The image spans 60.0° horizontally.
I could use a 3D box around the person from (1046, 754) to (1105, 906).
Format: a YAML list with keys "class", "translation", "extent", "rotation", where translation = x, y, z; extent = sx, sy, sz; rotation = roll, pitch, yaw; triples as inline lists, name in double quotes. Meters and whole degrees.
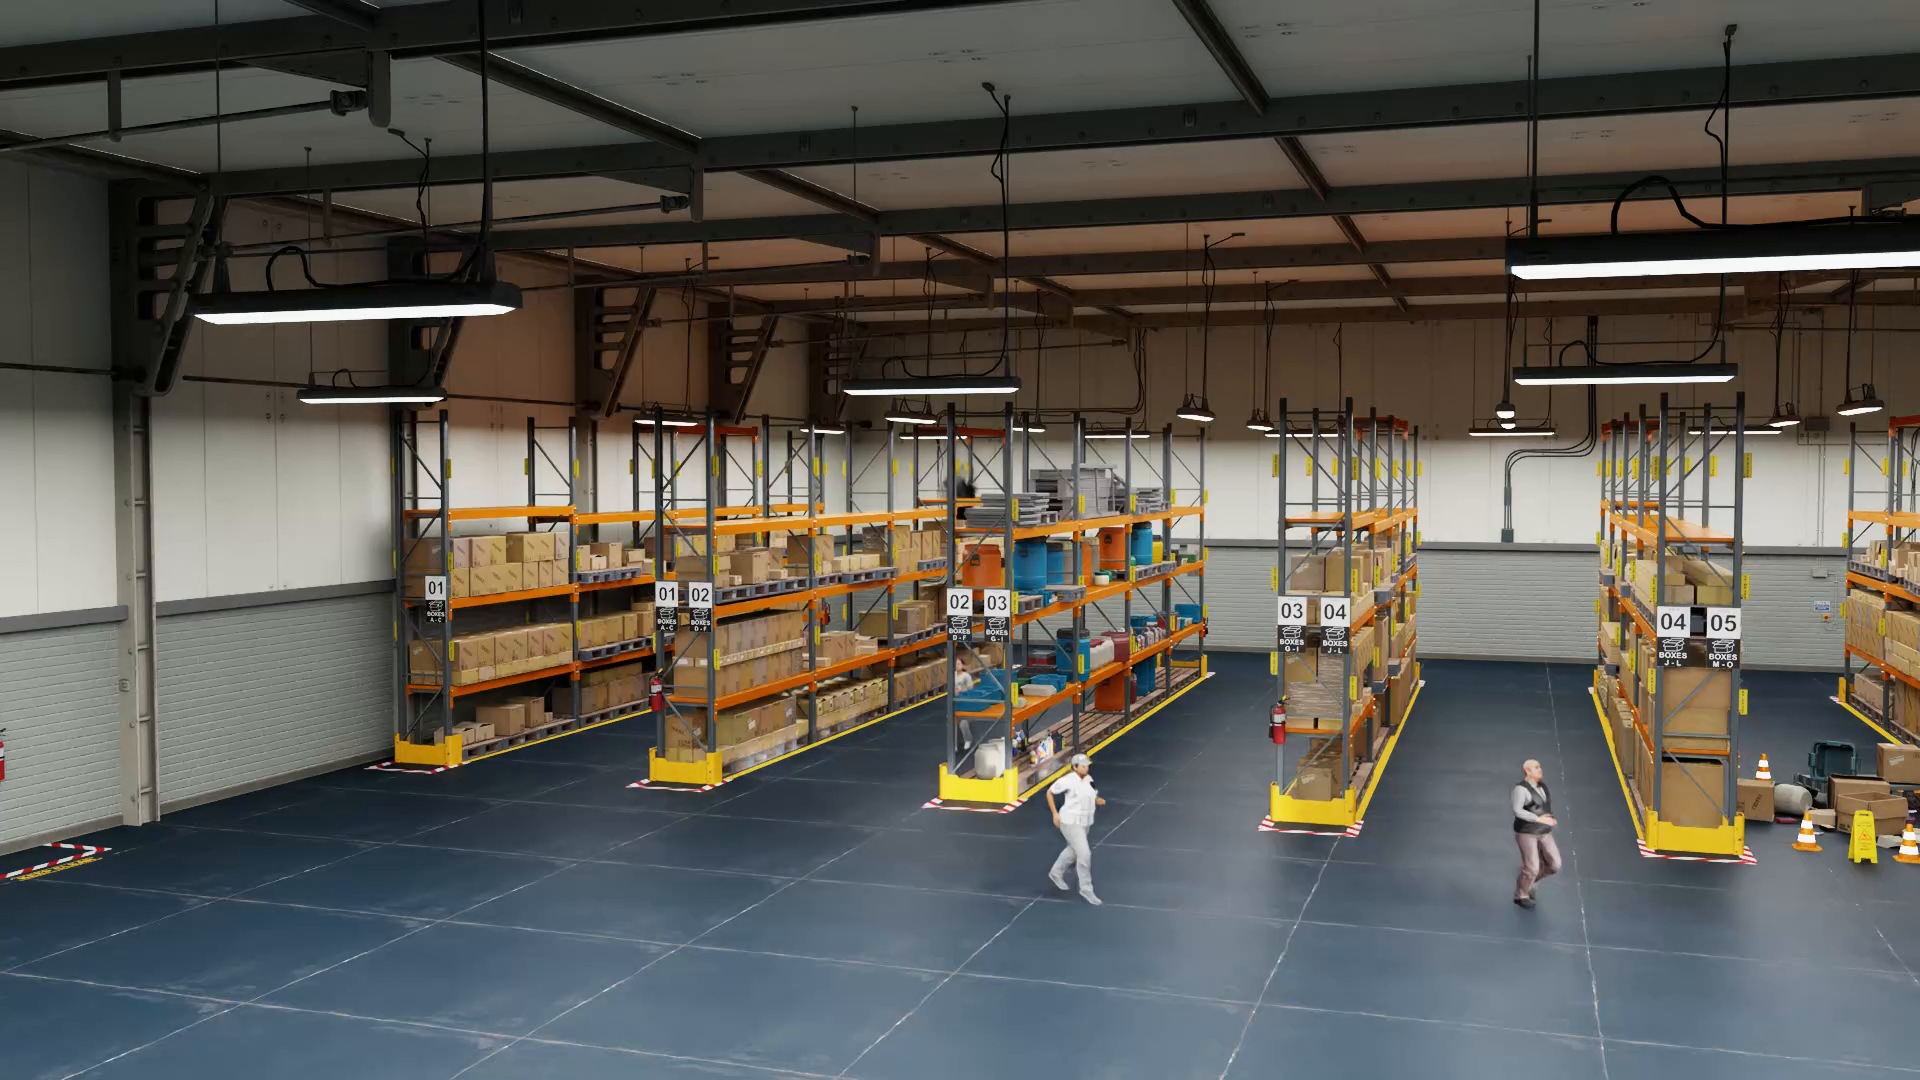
- class: "person"
  translation: [1.340, 3.330, 19.345]
  extent: [0.838, 1.711, 0.571]
  rotation: [2, 3, 40]

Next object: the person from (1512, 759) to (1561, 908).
- class: "person"
  translation: [6.549, 3.341, 18.864]
  extent: [0.677, 1.697, 0.594]
  rotation: [-2, 3, -33]

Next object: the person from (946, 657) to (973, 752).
- class: "person"
  translation: [-0.012, 2.903, 29.194]
  extent: [0.560, 1.690, 0.827]
  rotation: [1, 3, 21]
